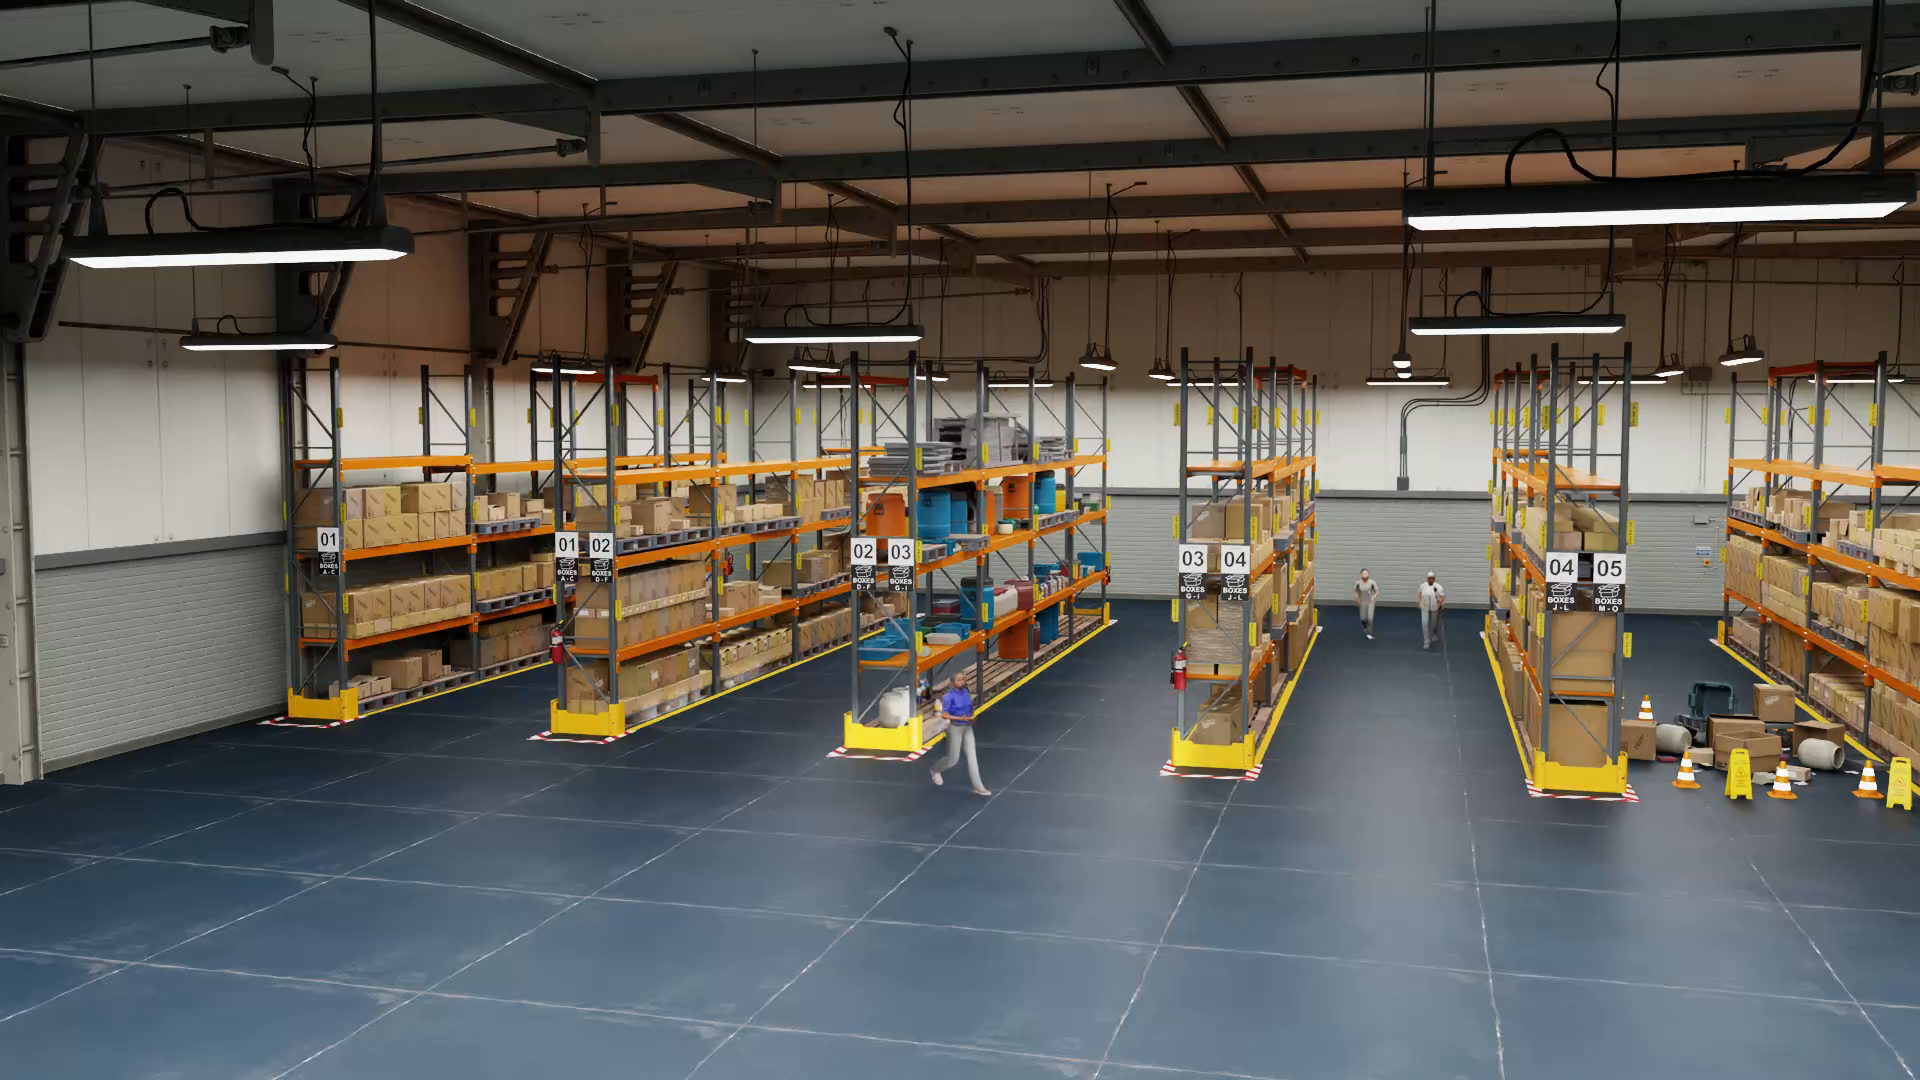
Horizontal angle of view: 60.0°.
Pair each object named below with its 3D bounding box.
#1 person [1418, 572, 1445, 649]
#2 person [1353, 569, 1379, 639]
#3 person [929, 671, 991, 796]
[{"bbox_3d":[10.301,1.521,36.368,0.584,1.659,0.862,2,5,22],"label":"person"},{"bbox_3d":[9.208,1.447,37.718,0.565,1.594,0.588,1,4,10],"label":"person"},{"bbox_3d":[0.018,2.538,22.027,0.594,1.599,1.044,-4,6,-41],"label":"person"}]
